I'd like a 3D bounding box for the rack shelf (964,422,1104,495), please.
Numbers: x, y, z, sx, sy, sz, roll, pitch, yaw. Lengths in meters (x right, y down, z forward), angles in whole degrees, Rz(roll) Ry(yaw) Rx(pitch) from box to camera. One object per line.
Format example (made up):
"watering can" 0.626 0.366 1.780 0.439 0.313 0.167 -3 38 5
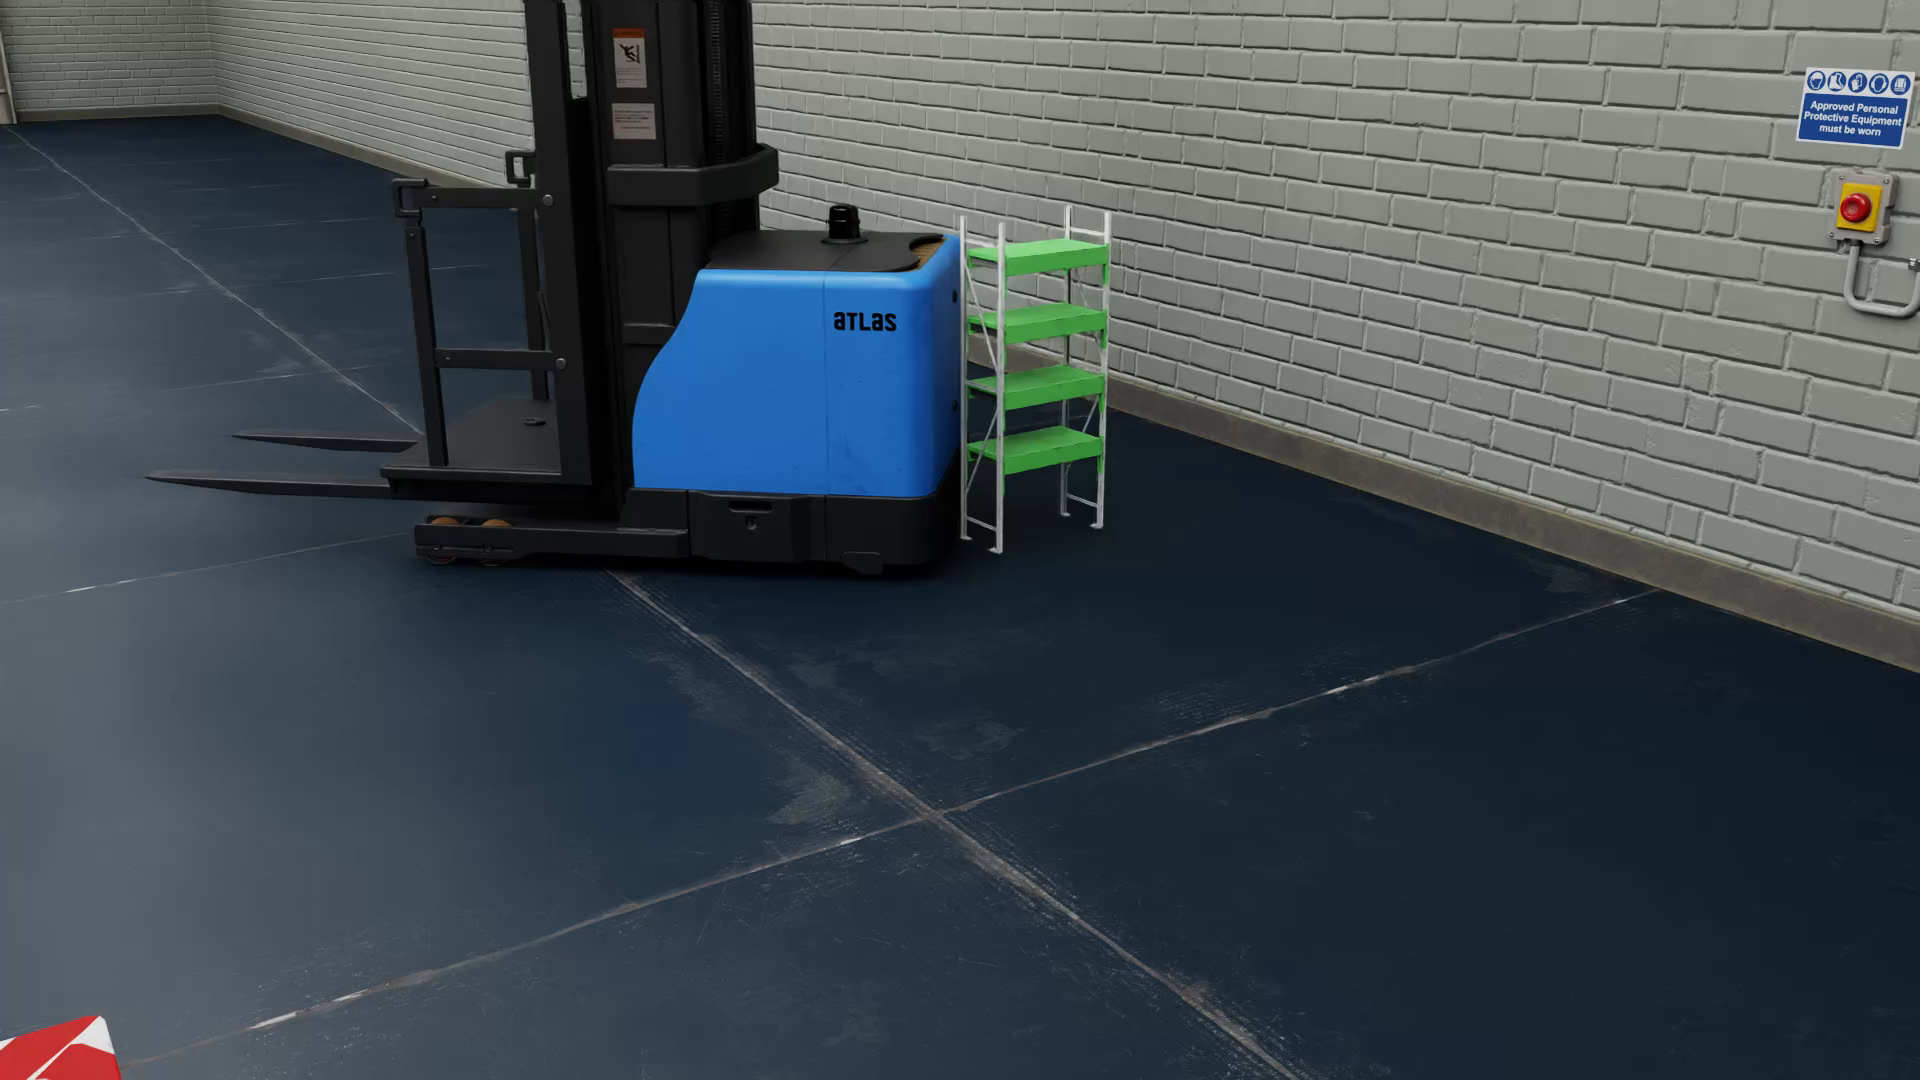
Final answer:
"rack shelf" 0.275 -0.308 6.233 0.480 0.148 0.258 -13 23 -34

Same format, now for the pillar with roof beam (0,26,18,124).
"pillar with roof beam" -11.544 -9.156 19.277 0.400 9.000 9.100 -12 22 -31

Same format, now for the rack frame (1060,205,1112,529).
"rack frame" 0.471 -0.643 6.273 0.015 1.200 0.240 -13 23 -34

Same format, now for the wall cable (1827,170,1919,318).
"wall cable" 2.629 -1.629 4.743 0.123 1.953 0.585 -12 22 -31

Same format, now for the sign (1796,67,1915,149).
"sign" 2.653 -1.284 4.938 0.001 0.218 0.327 -12 22 -31

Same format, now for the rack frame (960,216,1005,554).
"rack frame" 0.079 -0.550 5.998 0.015 1.200 0.240 -13 23 -34

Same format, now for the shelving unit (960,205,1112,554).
"shelving unit" 0.275 -0.596 6.135 0.503 1.200 0.258 -13 23 -34

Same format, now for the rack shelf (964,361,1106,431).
"rack shelf" 0.275 -0.536 6.156 0.480 0.148 0.258 -13 23 -34

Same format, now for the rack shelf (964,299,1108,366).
"rack shelf" 0.275 -0.763 6.079 0.480 0.148 0.258 -13 23 -34

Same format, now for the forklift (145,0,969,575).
"forklift" -1.521 -1.457 5.979 3.031 2.935 1.130 2 19 7

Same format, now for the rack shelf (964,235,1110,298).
"rack shelf" 0.275 -0.991 6.002 0.480 0.148 0.258 -13 23 -34
